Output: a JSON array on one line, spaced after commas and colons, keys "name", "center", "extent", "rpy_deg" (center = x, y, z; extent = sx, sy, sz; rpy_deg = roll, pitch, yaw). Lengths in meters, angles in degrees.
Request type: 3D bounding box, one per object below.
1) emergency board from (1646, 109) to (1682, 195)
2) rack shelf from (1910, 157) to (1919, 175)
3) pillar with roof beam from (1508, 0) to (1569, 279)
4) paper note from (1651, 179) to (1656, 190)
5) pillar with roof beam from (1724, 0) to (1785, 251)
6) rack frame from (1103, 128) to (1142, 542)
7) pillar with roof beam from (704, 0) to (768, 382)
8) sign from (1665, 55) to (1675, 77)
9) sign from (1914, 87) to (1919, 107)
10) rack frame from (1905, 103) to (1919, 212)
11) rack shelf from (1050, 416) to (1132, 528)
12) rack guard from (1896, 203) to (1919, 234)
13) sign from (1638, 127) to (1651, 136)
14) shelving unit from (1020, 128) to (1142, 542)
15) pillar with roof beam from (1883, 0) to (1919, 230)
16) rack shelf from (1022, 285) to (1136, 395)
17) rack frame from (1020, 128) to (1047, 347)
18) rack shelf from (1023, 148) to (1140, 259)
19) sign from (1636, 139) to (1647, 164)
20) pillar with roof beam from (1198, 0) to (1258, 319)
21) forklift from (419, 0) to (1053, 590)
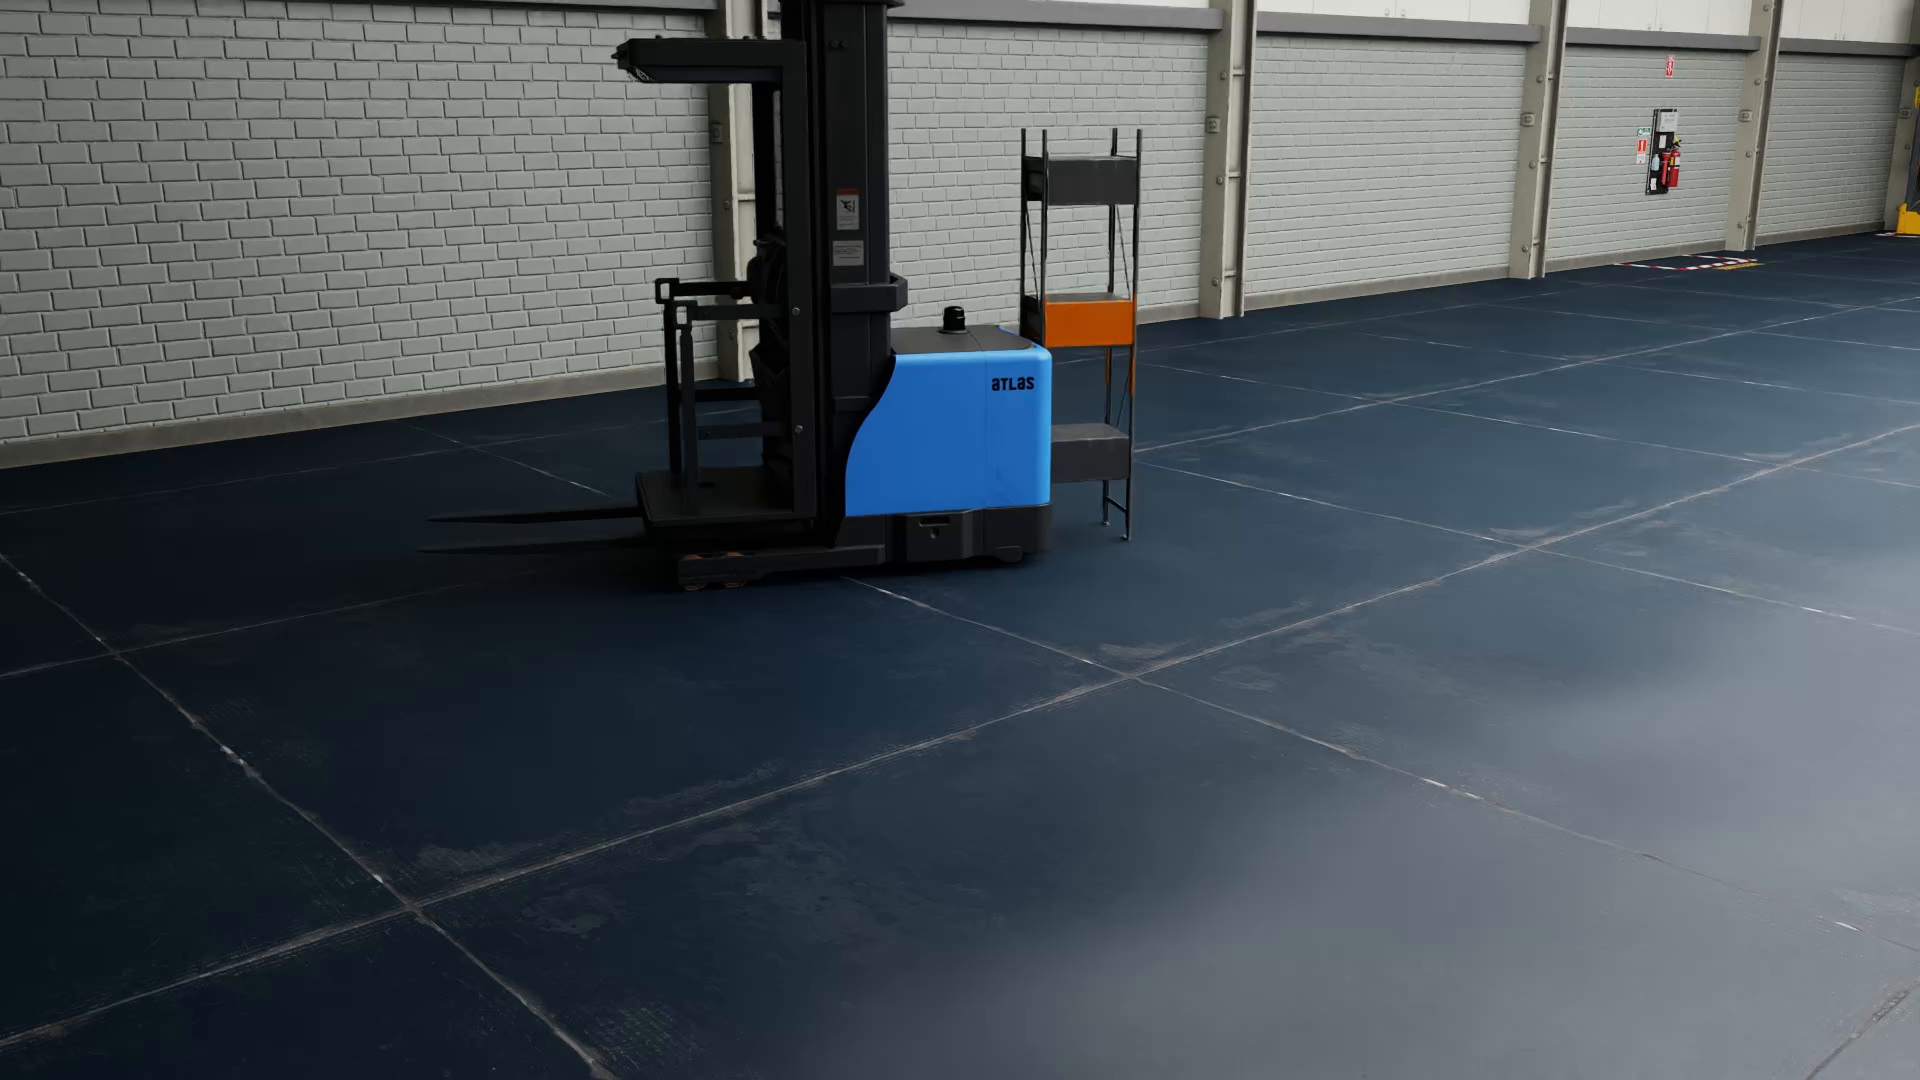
[{"name": "emergency board", "center": [9.928, -5.443, 23.315], "extent": [0.643, 1.169, 0.194], "rpy_deg": [-13, 19, -39]}, {"name": "rack shelf", "center": [17.892, -6.575, 28.947], "extent": [4.000, 0.370, 1.077], "rpy_deg": [-13, 19, -39]}, {"name": "pillar with roof beam", "center": [10.117, -6.898, 17.138], "extent": [0.400, 9.000, 9.100], "rpy_deg": [-13, 19, -39]}, {"name": "paper note", "center": [9.749, -5.001, 23.367], "extent": [0.142, 0.148, 0.016], "rpy_deg": [-13, 19, -39]}, {"name": "pillar with roof beam", "center": [14.643, -7.915, 20.943], "extent": [0.400, 9.000, 9.100], "rpy_deg": [-13, 19, -39]}, {"name": "rack frame", "center": [0.841, -1.057, 8.638], "extent": [0.015, 2.100, 0.400], "rpy_deg": [-4, 15, -14]}, {"name": "pillar with roof beam", "center": [1.065, -4.865, 9.527], "extent": [0.400, 9.000, 9.100], "rpy_deg": [-13, 19, -39]}, {"name": "sign", "center": [9.857, -6.581, 23.084], "extent": [0.199, 0.298, 0.001], "rpy_deg": [-13, 19, -39]}, {"name": "sign", "center": [16.034, -7.407, 27.813], "extent": [0.005, 0.325, 0.100], "rpy_deg": [-13, 19, -39]}, {"name": "rack frame", "center": [16.384, -6.584, 27.586], "extent": [0.127, 3.000, 1.000], "rpy_deg": [-13, 19, -39]}, {"name": "rack shelf", "center": [0.604, -0.352, 8.764], "extent": [0.480, 0.518, 0.431], "rpy_deg": [-4, 15, -14]}, {"name": "rack guard", "center": [16.441, -5.389, 27.956], "extent": [0.348, 0.500, 1.175], "rpy_deg": [-13, 19, -39]}, {"name": "sign", "center": [9.453, -5.642, 22.963], "extent": [0.331, 0.109, 0.001], "rpy_deg": [-13, 19, -39]}, {"name": "shelving unit", "center": [0.604, -1.041, 8.580], "extent": [0.503, 2.100, 0.431], "rpy_deg": [-4, 15, -14]}, {"name": "pillar with roof beam", "center": [19.170, -8.931, 24.748], "extent": [0.400, 9.000, 9.100], "rpy_deg": [-13, 19, -39]}, {"name": "rack shelf", "center": [0.604, -1.028, 8.583], "extent": [0.480, 0.518, 0.431], "rpy_deg": [-4, 15, -14]}, {"name": "rack frame", "center": [0.368, -1.026, 8.522], "extent": [0.015, 2.100, 0.400], "rpy_deg": [-4, 15, -14]}, {"name": "rack shelf", "center": [0.604, -1.704, 8.403], "extent": [0.480, 0.518, 0.431], "rpy_deg": [-4, 15, -14]}, {"name": "sign", "center": [9.443, -5.387, 23.035], "extent": [0.234, 0.329, 0.001], "rpy_deg": [-13, 19, -39]}, {"name": "pillar with roof beam", "center": [5.591, -5.882, 13.333], "extent": [0.400, 9.000, 9.100], "rpy_deg": [-13, 19, -39]}, {"name": "forklift", "center": [-1.113, -1.328, 8.041], "extent": [3.031, 2.935, 1.130], "rpy_deg": [-4, 15, -14]}]
